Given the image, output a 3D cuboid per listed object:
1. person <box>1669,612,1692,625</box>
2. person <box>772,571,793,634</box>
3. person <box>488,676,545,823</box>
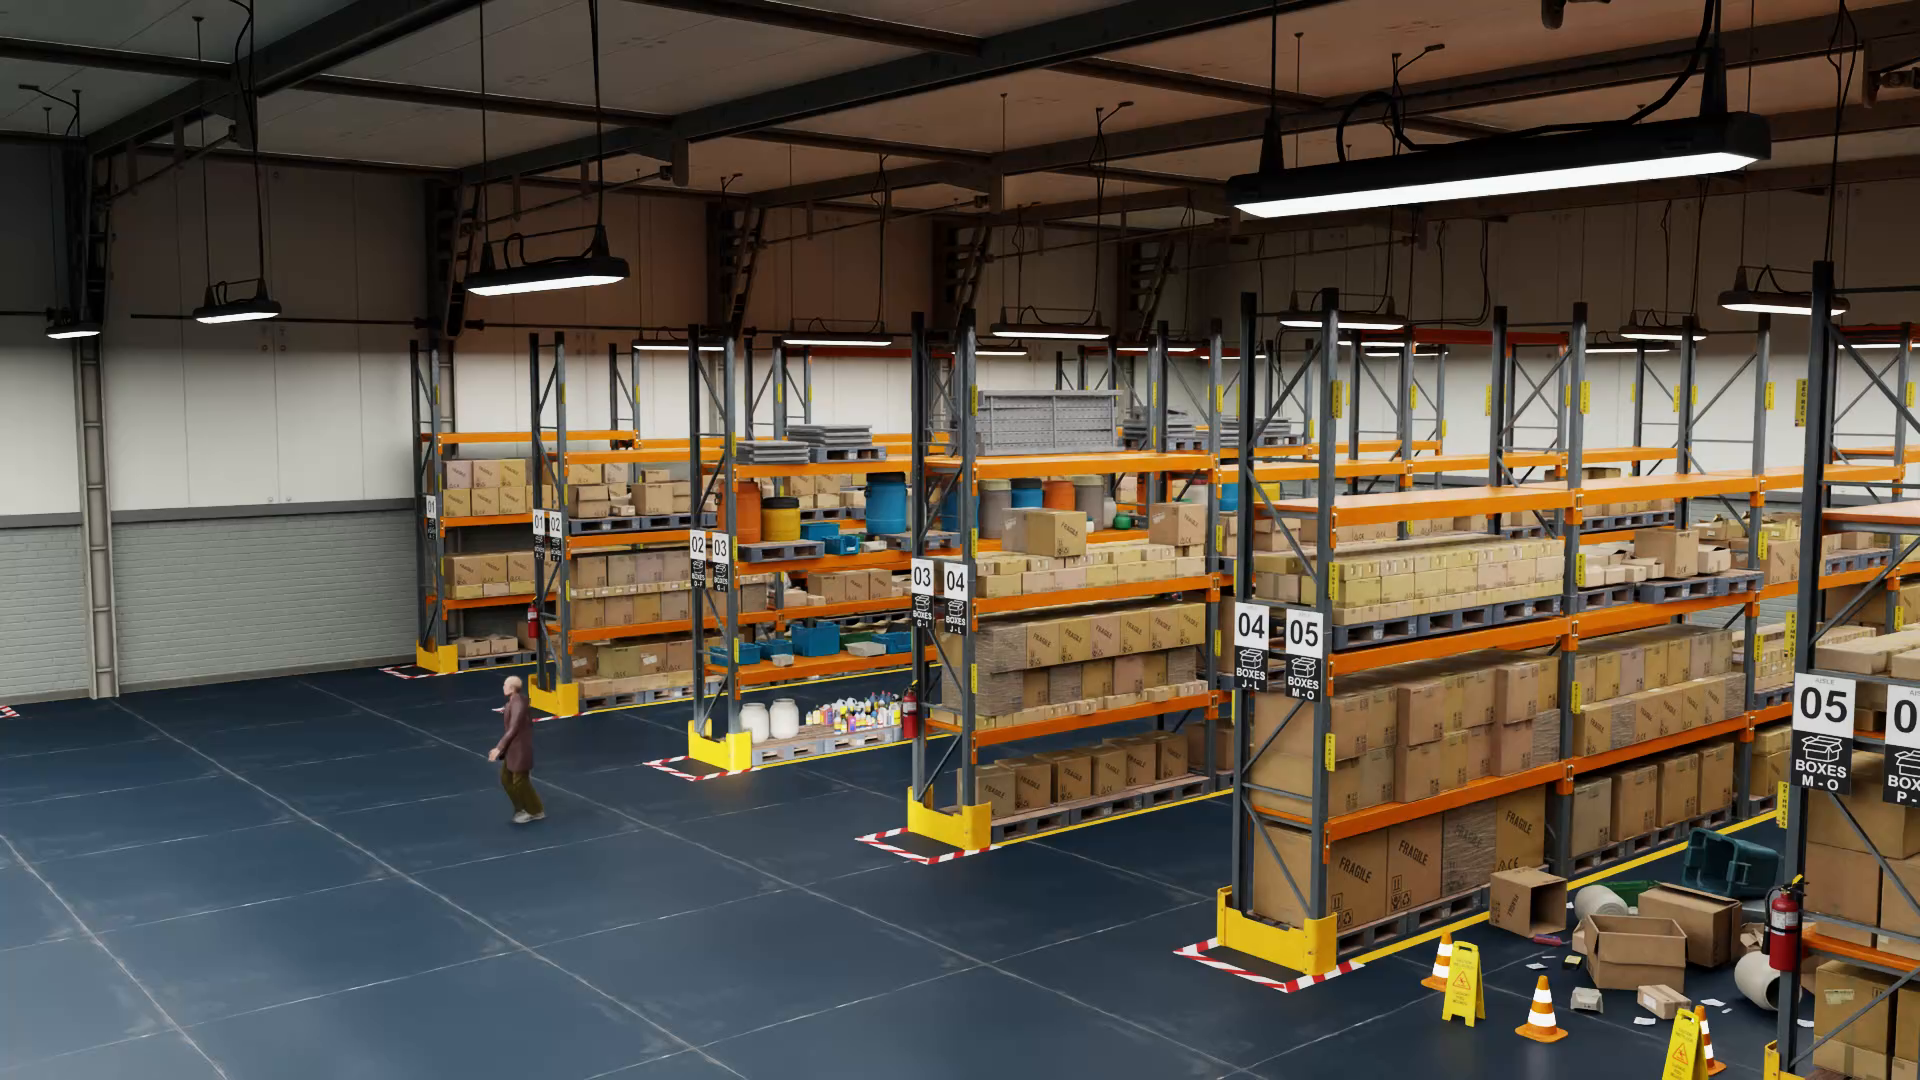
[{"bbox_3d":[13.420,1.439,31.109,0.550,1.686,0.965,-1,5,-10],"label":"person"},{"bbox_3d":[-3.596,1.223,33.459,0.488,1.660,0.521,-2,6,-21],"label":"person"},{"bbox_3d":[-5.273,2.515,19.753,0.640,1.828,0.706,-1,5,-16],"label":"person"}]
